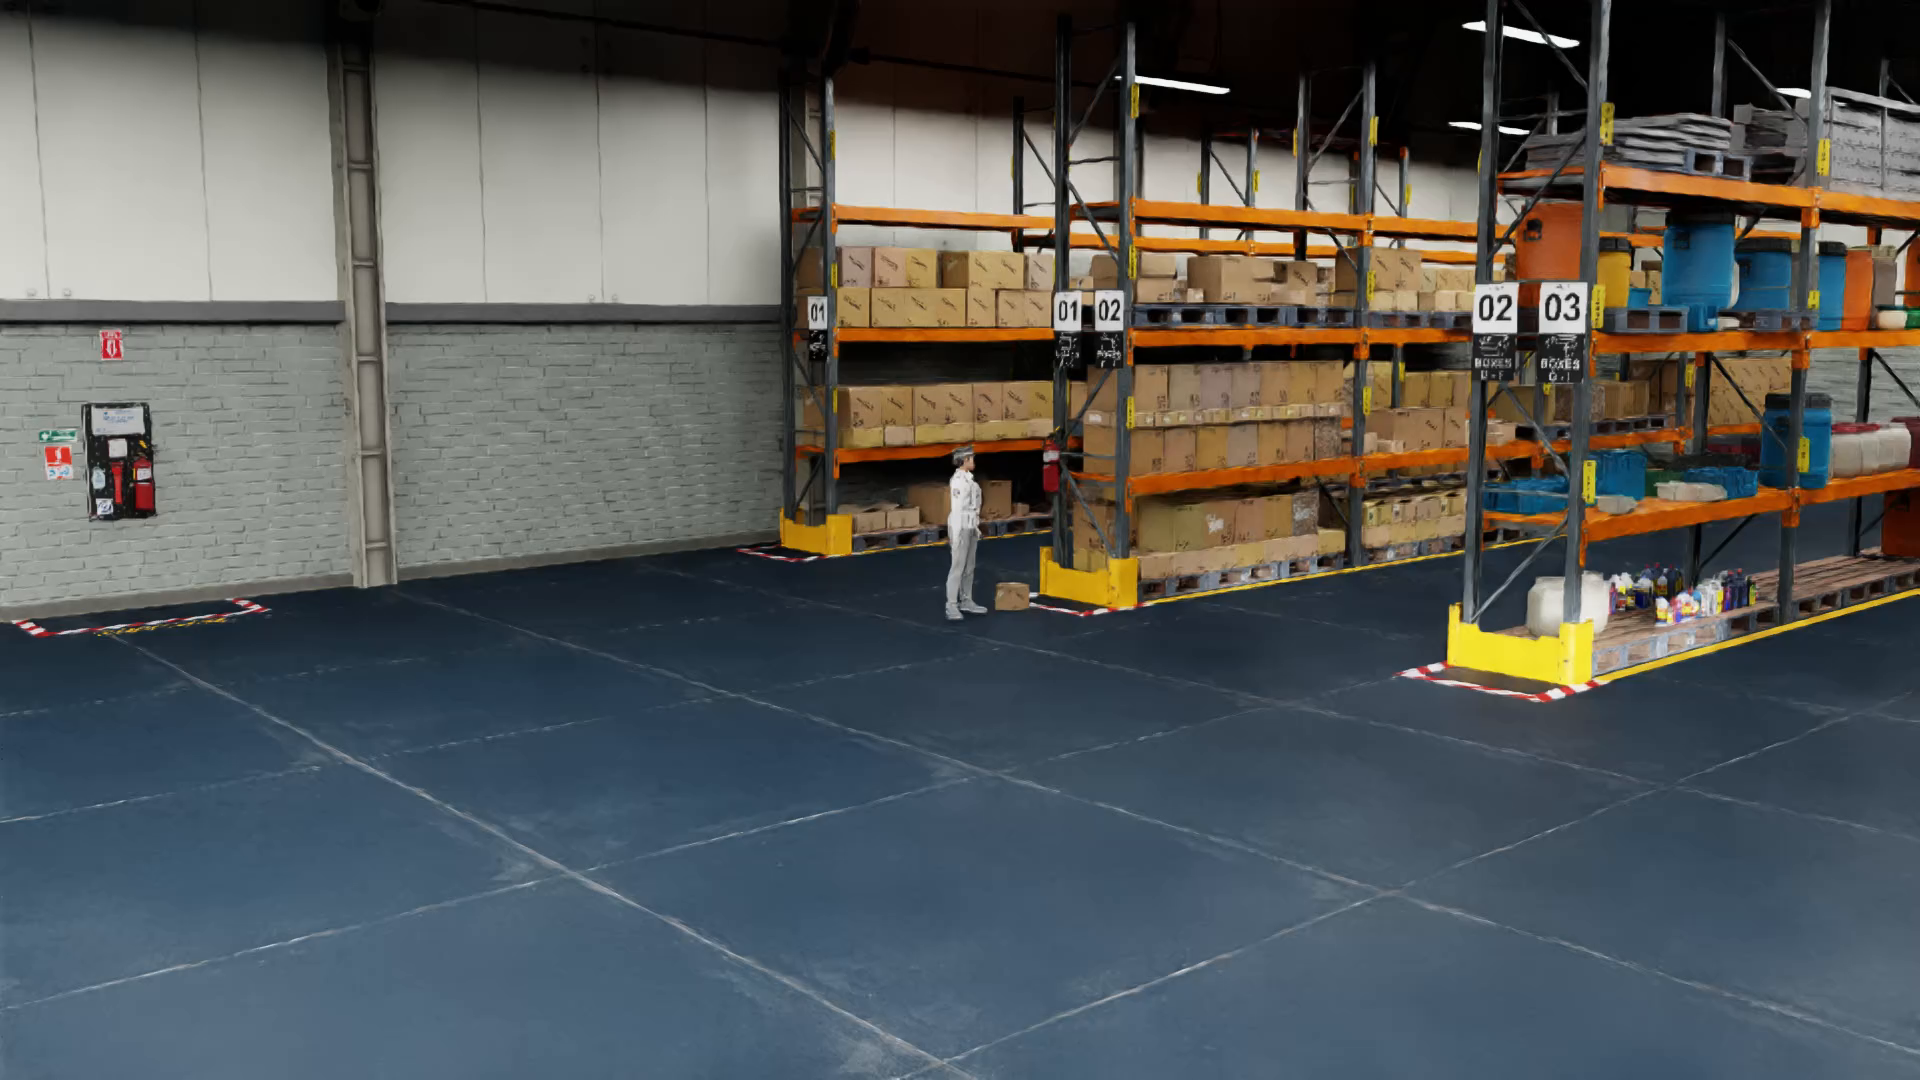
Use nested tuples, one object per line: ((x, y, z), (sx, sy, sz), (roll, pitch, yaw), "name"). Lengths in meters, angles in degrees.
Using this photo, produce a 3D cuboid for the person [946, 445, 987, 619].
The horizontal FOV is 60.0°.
((0.058, -0.093, 16.285), (0.359, 1.679, 0.581), (2, 8, 16), "person")
